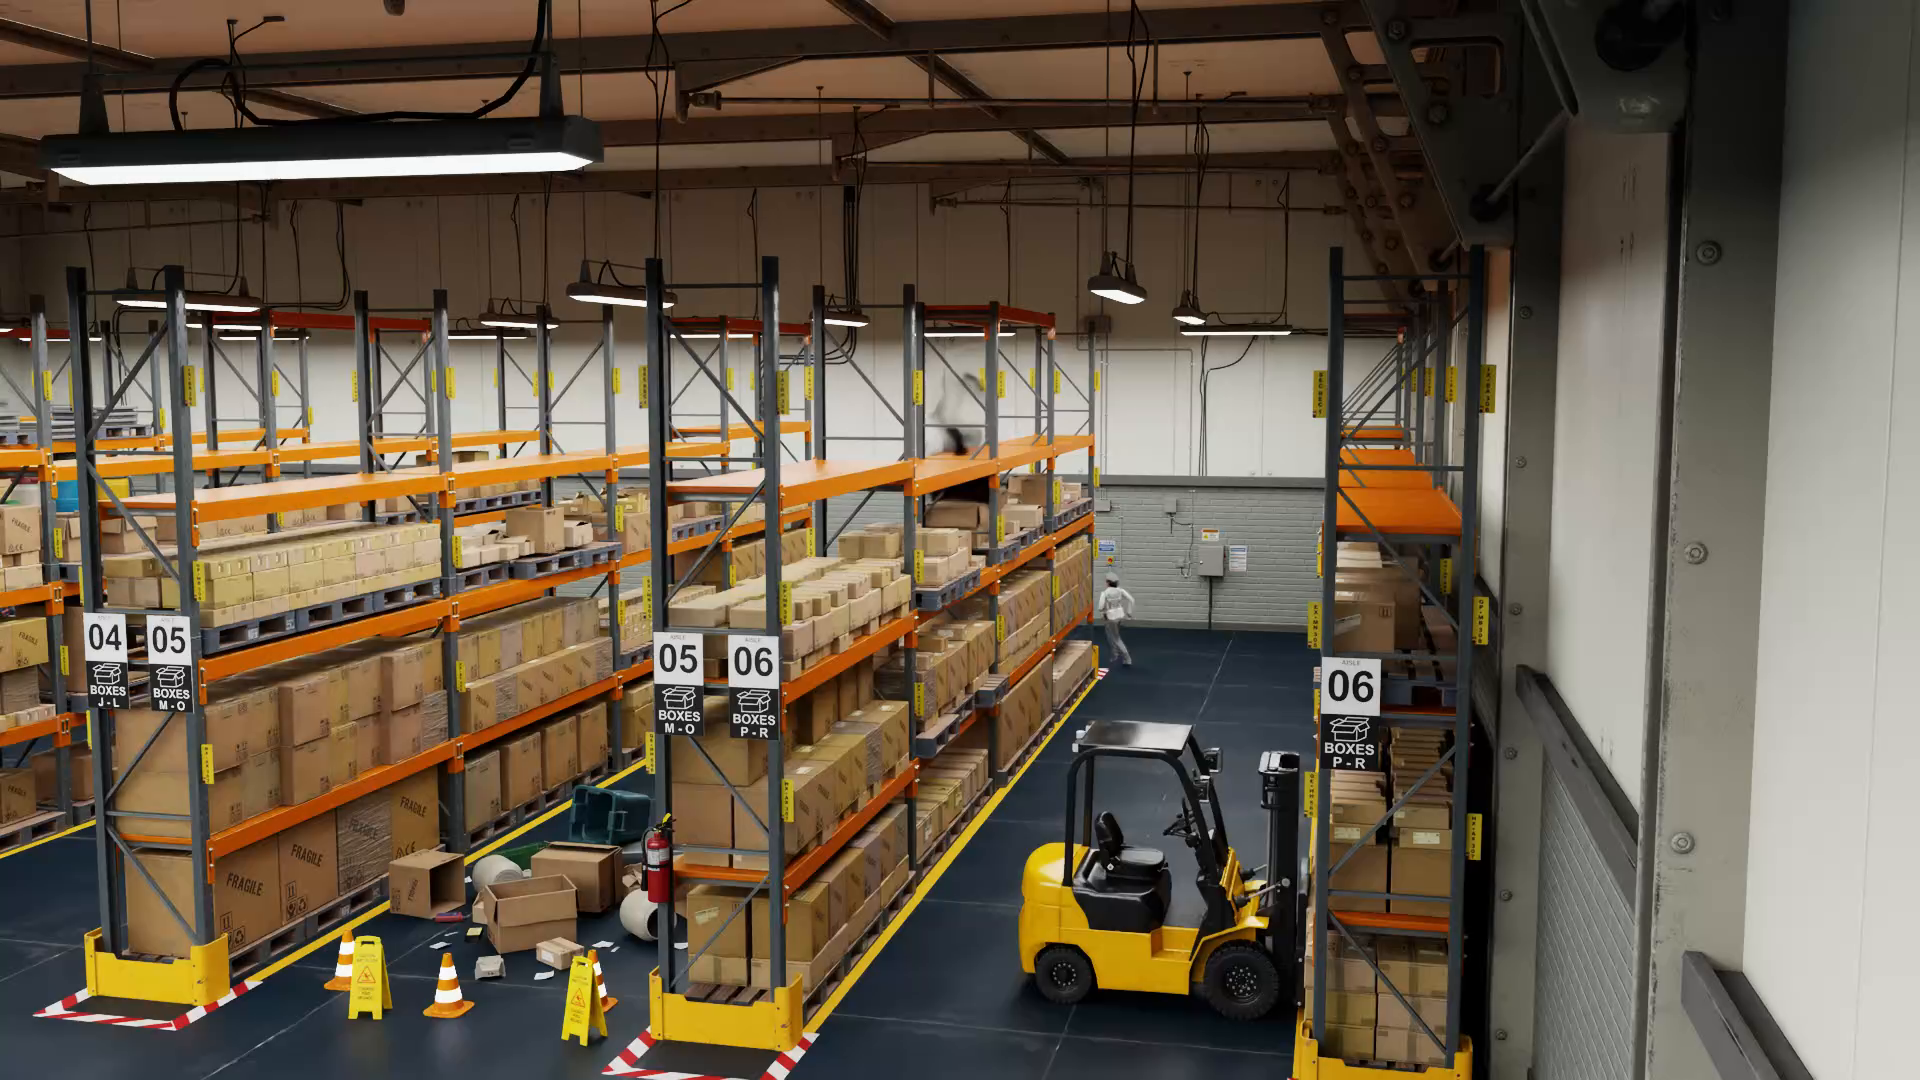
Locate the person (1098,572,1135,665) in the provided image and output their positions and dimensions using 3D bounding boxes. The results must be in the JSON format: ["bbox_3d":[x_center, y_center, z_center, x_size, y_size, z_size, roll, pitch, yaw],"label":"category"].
[{"bbox_3d":[2.673,1.386,29.114,0.588,1.659,0.649,-4,7,-35],"label":"person"}]
